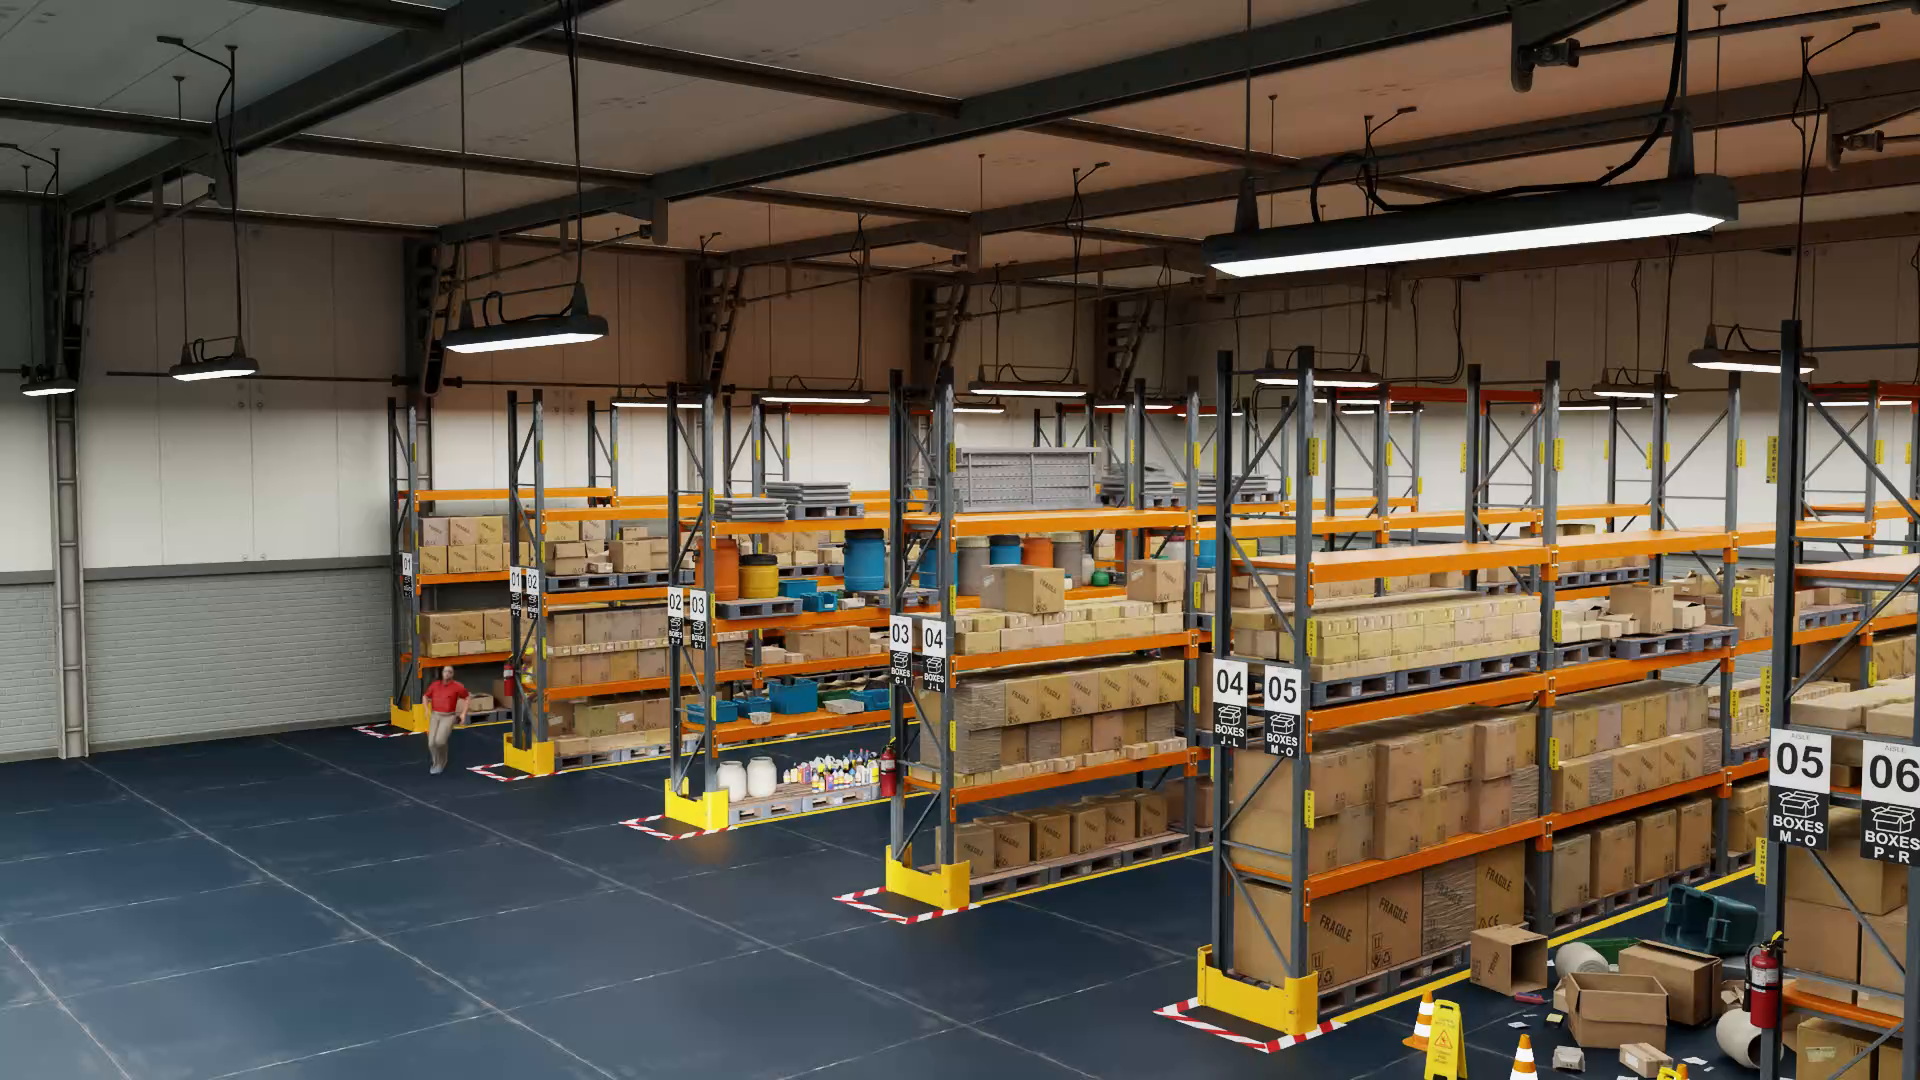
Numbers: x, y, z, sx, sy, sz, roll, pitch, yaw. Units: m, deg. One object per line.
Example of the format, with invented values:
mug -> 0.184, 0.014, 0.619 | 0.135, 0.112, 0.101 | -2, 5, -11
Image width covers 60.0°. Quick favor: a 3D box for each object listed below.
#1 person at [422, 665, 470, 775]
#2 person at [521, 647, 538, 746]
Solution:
person -> -8.080, 2.822, 25.972 | 0.702, 1.705, 0.590 | 0, 3, 6
person -> -7.259, 2.671, 27.999 | 0.698, 1.732, 0.806 | 3, 4, 42
